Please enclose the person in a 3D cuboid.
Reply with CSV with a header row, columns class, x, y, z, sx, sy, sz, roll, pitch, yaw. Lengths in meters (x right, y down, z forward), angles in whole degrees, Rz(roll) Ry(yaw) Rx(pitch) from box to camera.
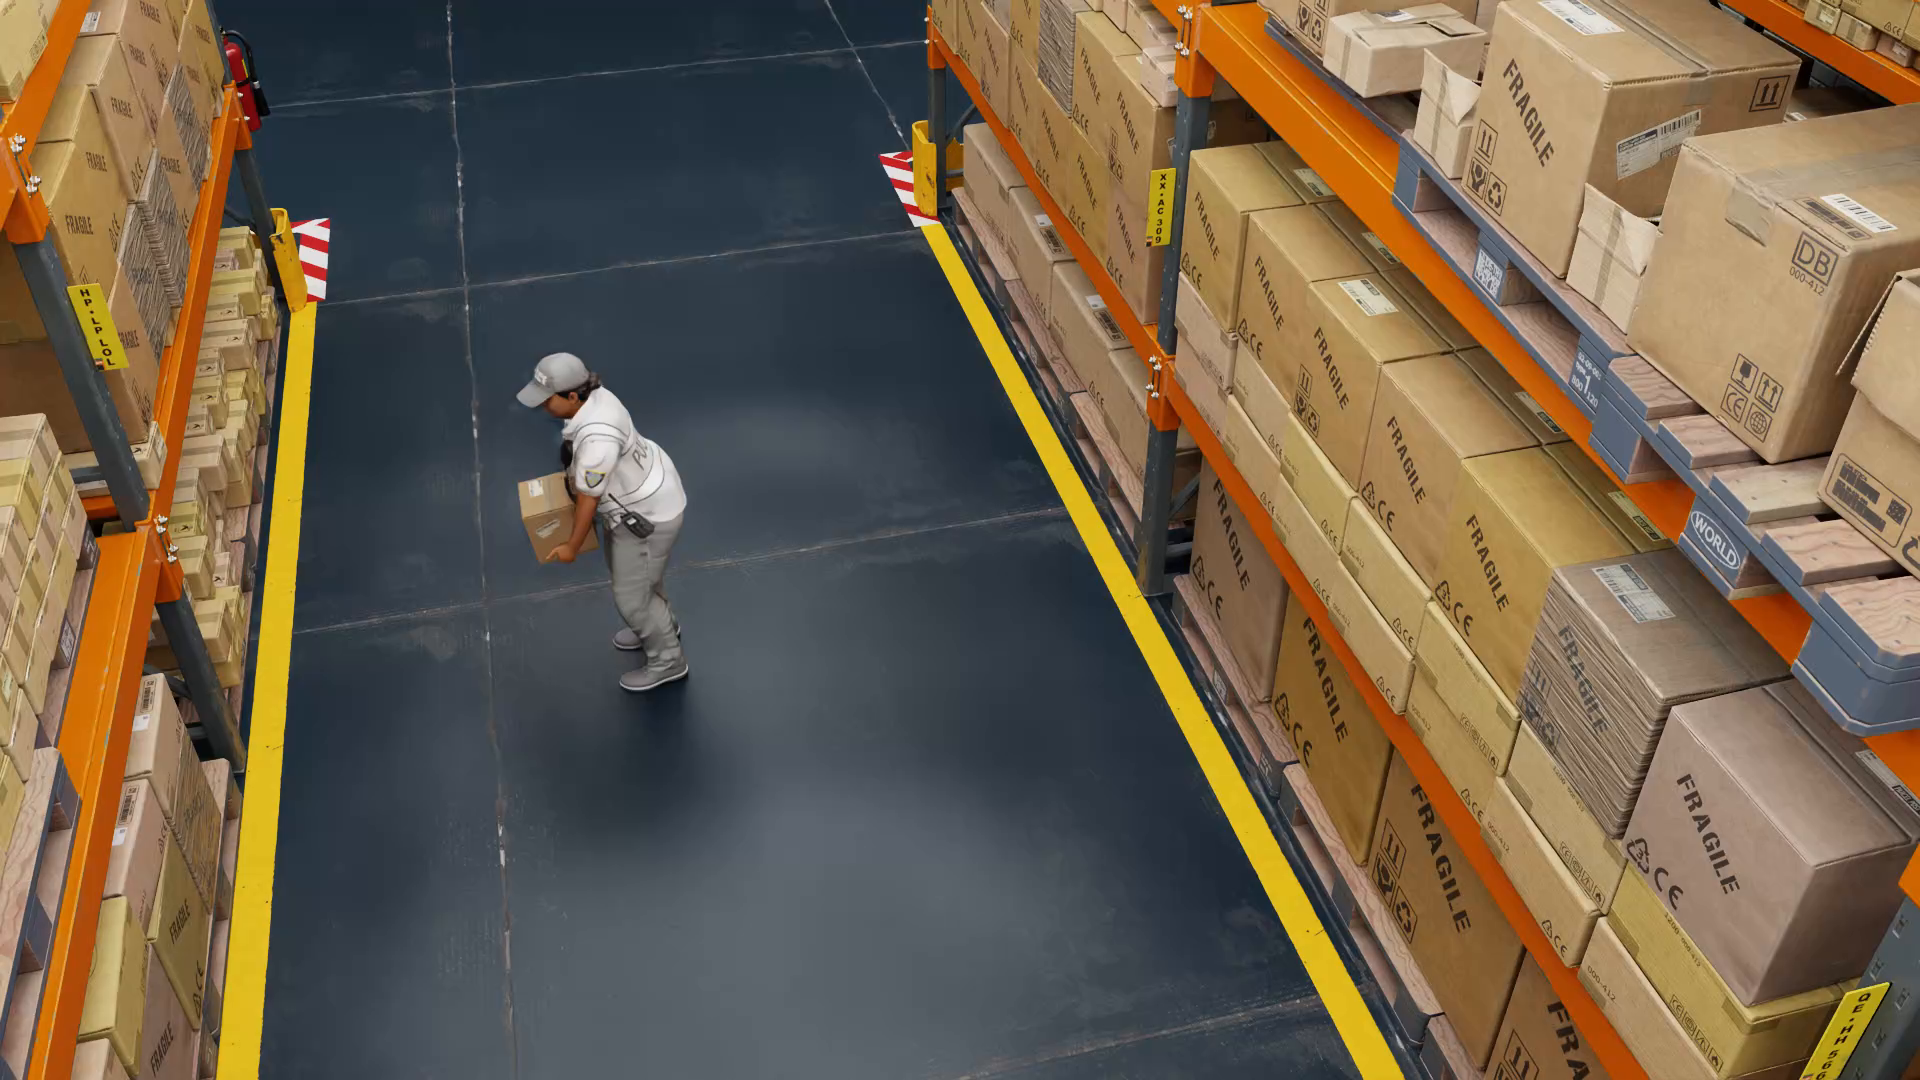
class,x,y,z,sx,sy,sz,roll,pitch,yaw
person,-1.425,-0.091,6.868,0.593,1.623,0.452,-10,40,-13
